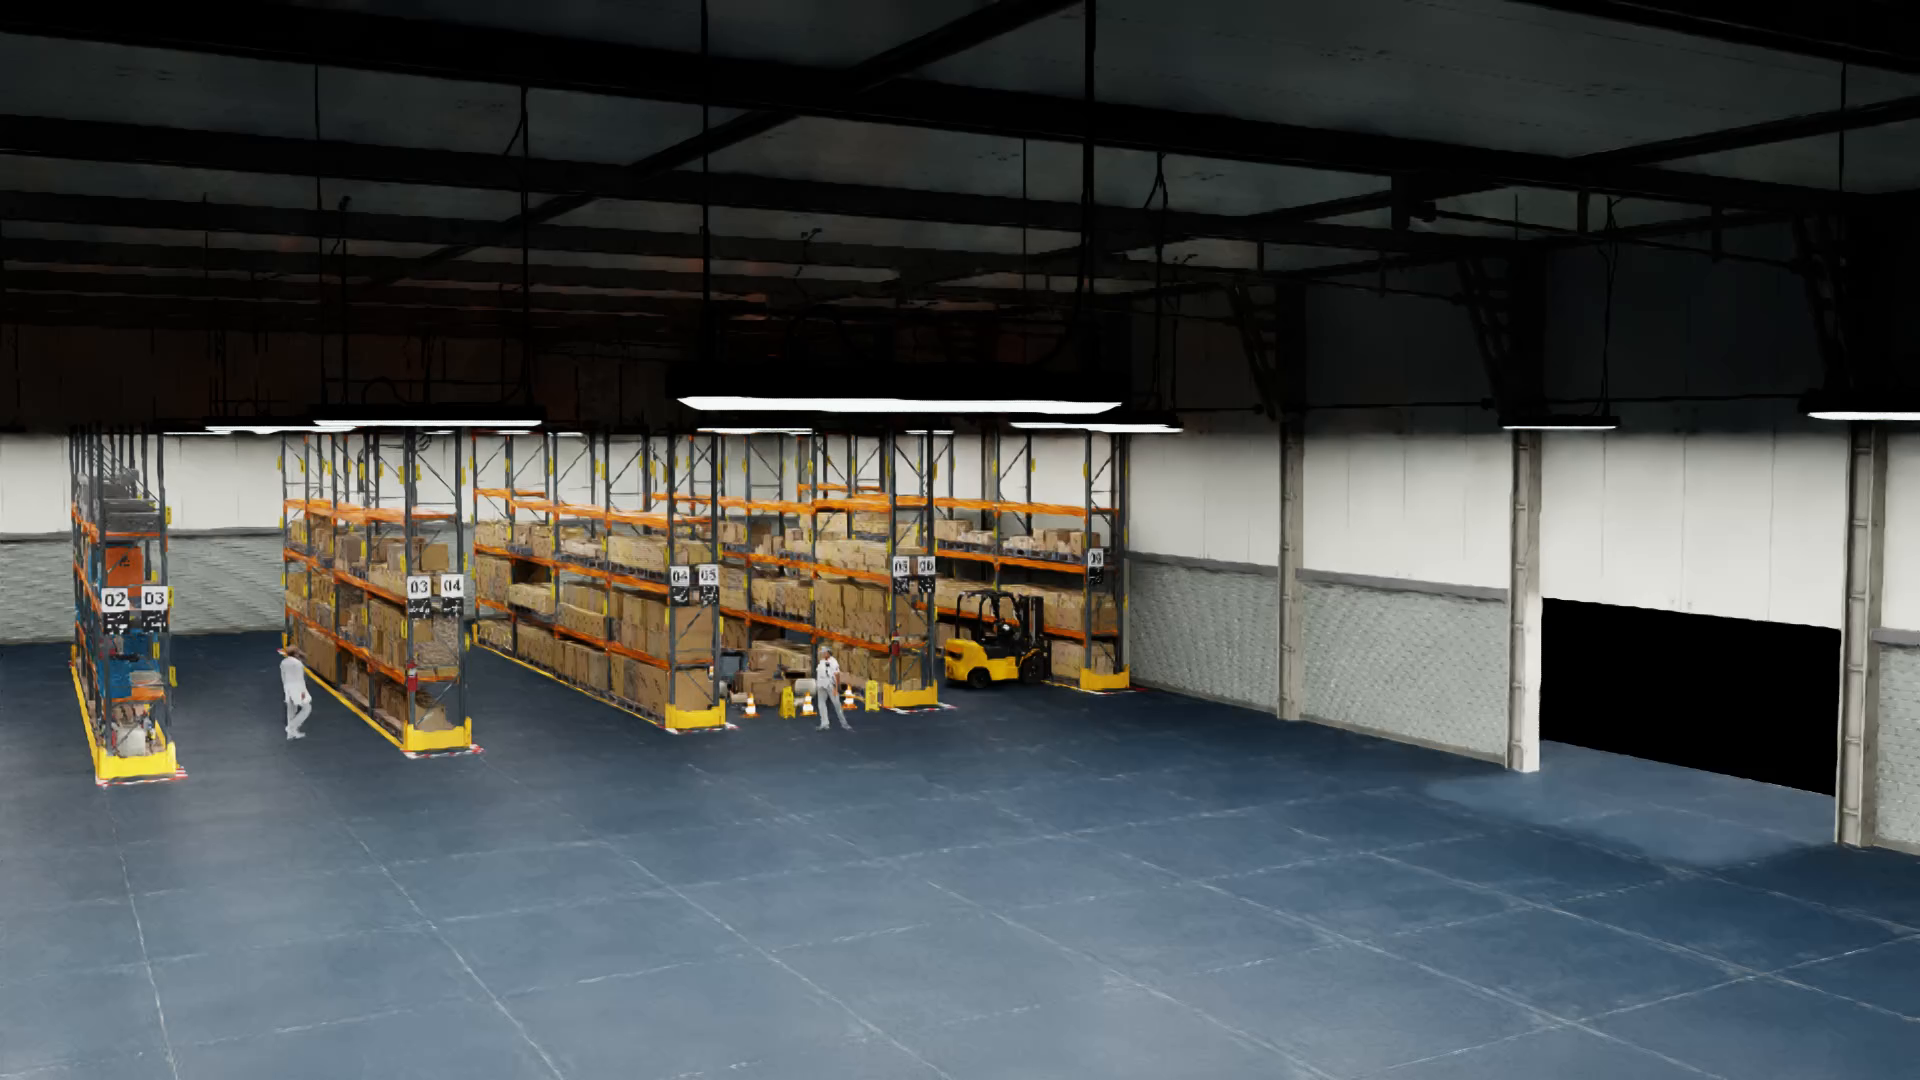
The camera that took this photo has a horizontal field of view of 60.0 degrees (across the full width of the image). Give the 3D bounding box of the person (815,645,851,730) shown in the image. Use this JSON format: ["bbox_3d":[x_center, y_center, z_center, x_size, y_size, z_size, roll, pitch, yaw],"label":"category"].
[{"bbox_3d":[-2.503,2.887,32.598,0.689,1.655,0.515,2,4,31],"label":"person"}]

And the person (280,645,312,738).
[{"bbox_3d":[-12.633,2.880,31.563,0.625,1.777,0.515,2,4,30],"label":"person"}]

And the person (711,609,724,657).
[{"bbox_3d":[-5.921,2.412,40.467,0.468,1.600,0.406,2,4,30],"label":"person"}]

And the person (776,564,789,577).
[{"bbox_3d":[-5.711,1.523,53.428,0.632,1.783,0.373,2,4,25],"label":"person"}]
